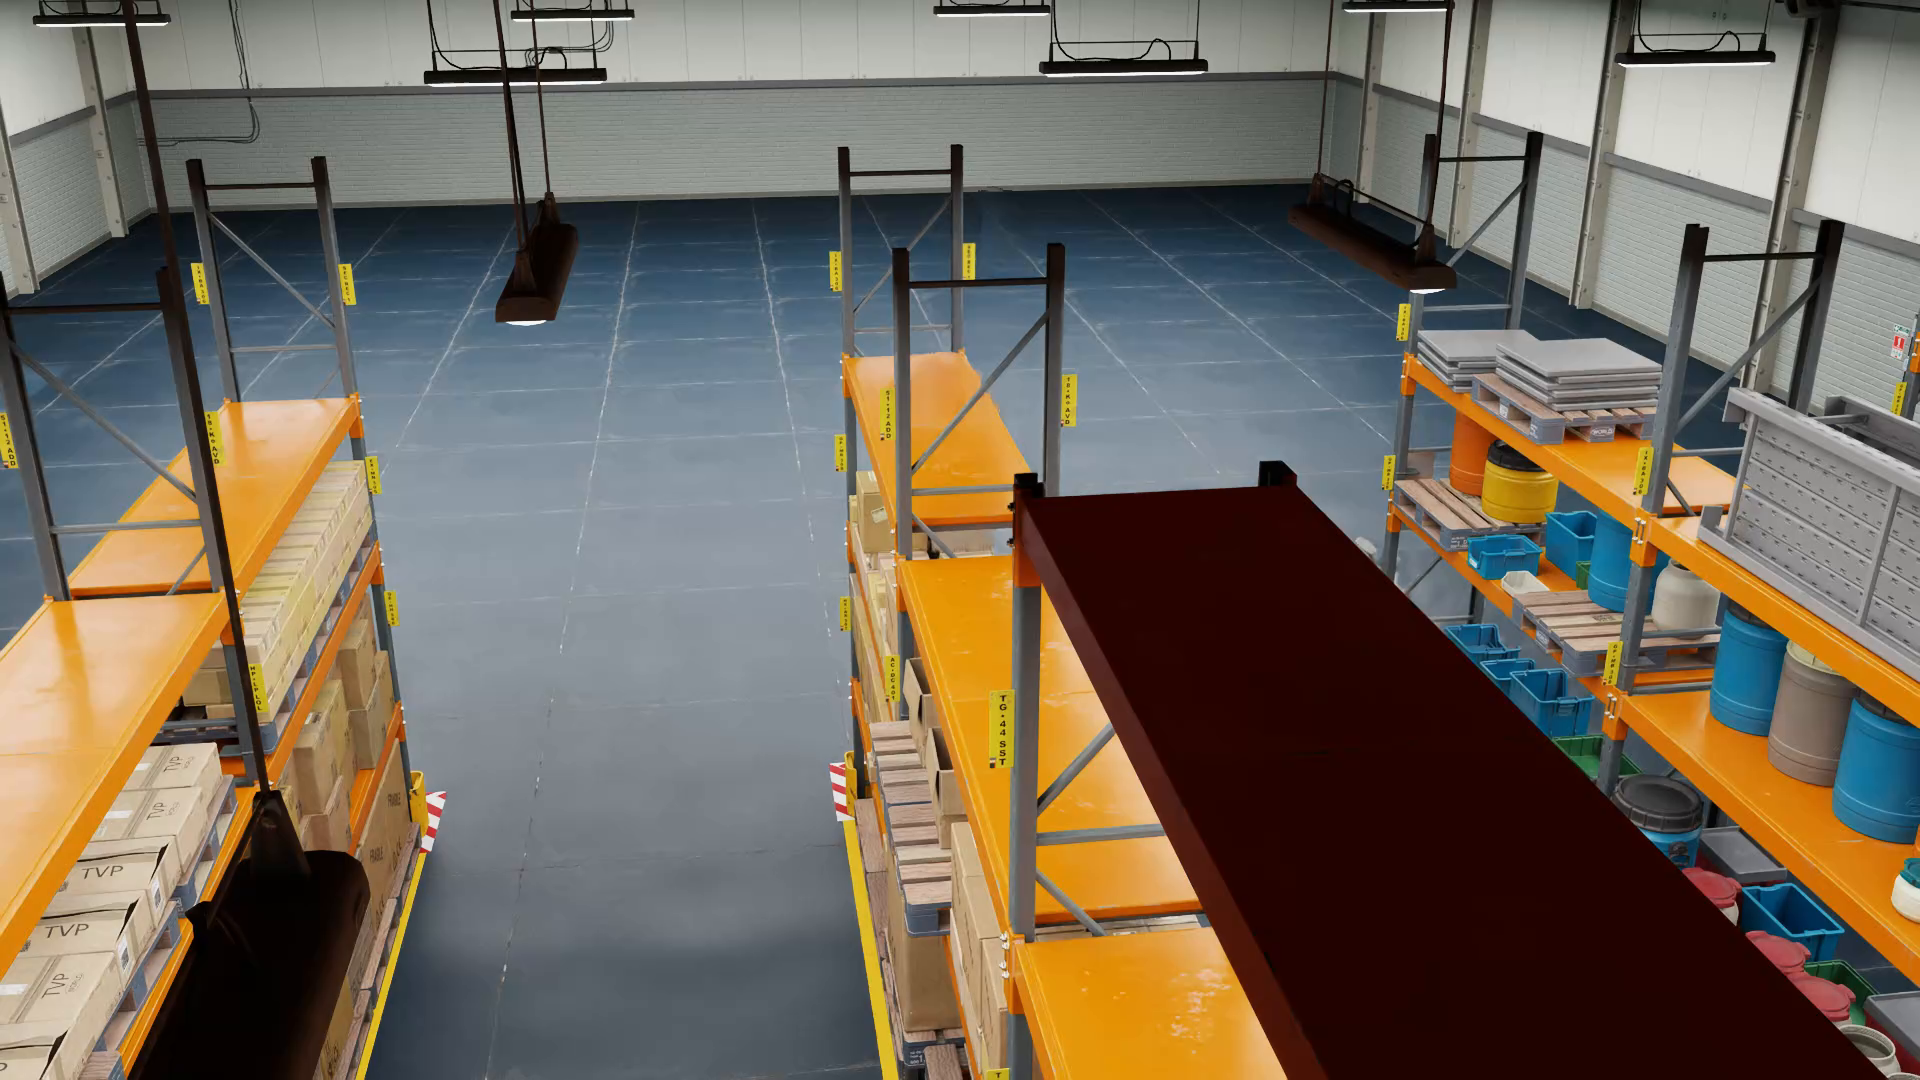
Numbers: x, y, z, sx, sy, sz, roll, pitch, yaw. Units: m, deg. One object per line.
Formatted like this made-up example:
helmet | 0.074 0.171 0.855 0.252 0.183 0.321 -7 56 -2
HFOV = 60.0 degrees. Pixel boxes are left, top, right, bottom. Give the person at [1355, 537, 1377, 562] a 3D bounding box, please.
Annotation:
person | 4.128 0.794 17.395 0.682 1.722 0.597 13 25 30
